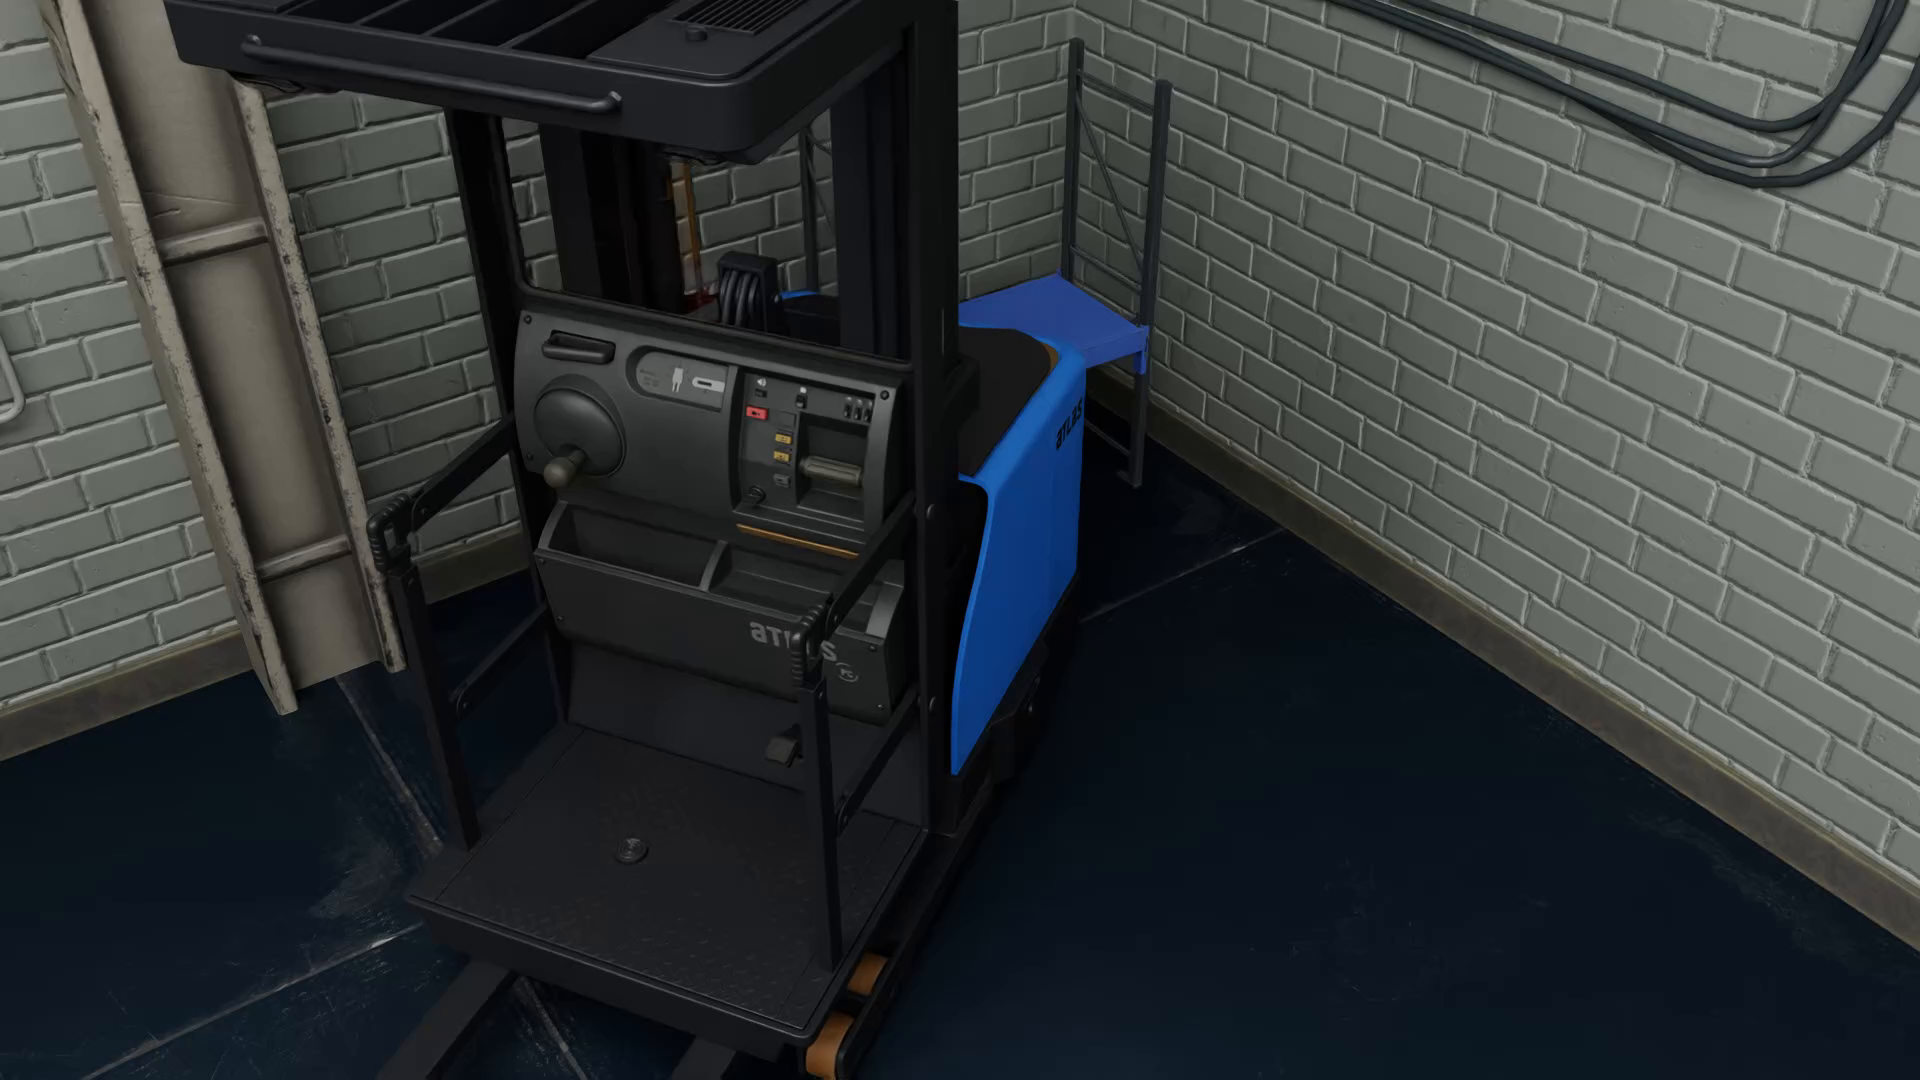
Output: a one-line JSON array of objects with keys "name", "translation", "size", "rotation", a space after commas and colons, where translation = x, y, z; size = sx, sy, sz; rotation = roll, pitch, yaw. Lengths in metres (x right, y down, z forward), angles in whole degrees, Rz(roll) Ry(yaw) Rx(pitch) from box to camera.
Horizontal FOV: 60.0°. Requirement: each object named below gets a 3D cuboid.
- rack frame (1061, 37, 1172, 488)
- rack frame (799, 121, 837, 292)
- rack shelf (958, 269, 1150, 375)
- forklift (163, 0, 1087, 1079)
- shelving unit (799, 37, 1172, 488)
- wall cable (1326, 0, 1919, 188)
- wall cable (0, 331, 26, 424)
[{"name": "rack frame", "translation": [0.509, -0.924, 5.750], "size": [0.032, 1.500, 0.500], "rotation": [-21, 41, -26]}, {"name": "rack frame", "translation": [-0.346, -0.602, 5.303], "size": [0.032, 1.500, 0.500], "rotation": [-21, 41, -26]}, {"name": "rack shelf", "translation": [0.082, -0.617, 5.632], "size": [1.000, 0.185, 0.538], "rotation": [-21, 41, -26]}, {"name": "forklift", "translation": [-0.653, -0.186, 3.499], "size": [1.130, 2.935, 3.031], "rotation": [13, 38, 18]}, {"name": "shelving unit", "translation": [0.082, -0.763, 5.526], "size": [1.048, 1.500, 0.538], "rotation": [-21, 41, -26]}, {"name": "wall cable", "translation": [1.145, -2.413, 4.057], "size": [0.112, 2.526, 3.097], "rotation": [-22, 41, -28]}, {"name": "wall cable", "translation": [-3.182, -0.800, 3.424], "size": [1.851, 1.984, 0.084], "rotation": [-22, 41, -28]}]
